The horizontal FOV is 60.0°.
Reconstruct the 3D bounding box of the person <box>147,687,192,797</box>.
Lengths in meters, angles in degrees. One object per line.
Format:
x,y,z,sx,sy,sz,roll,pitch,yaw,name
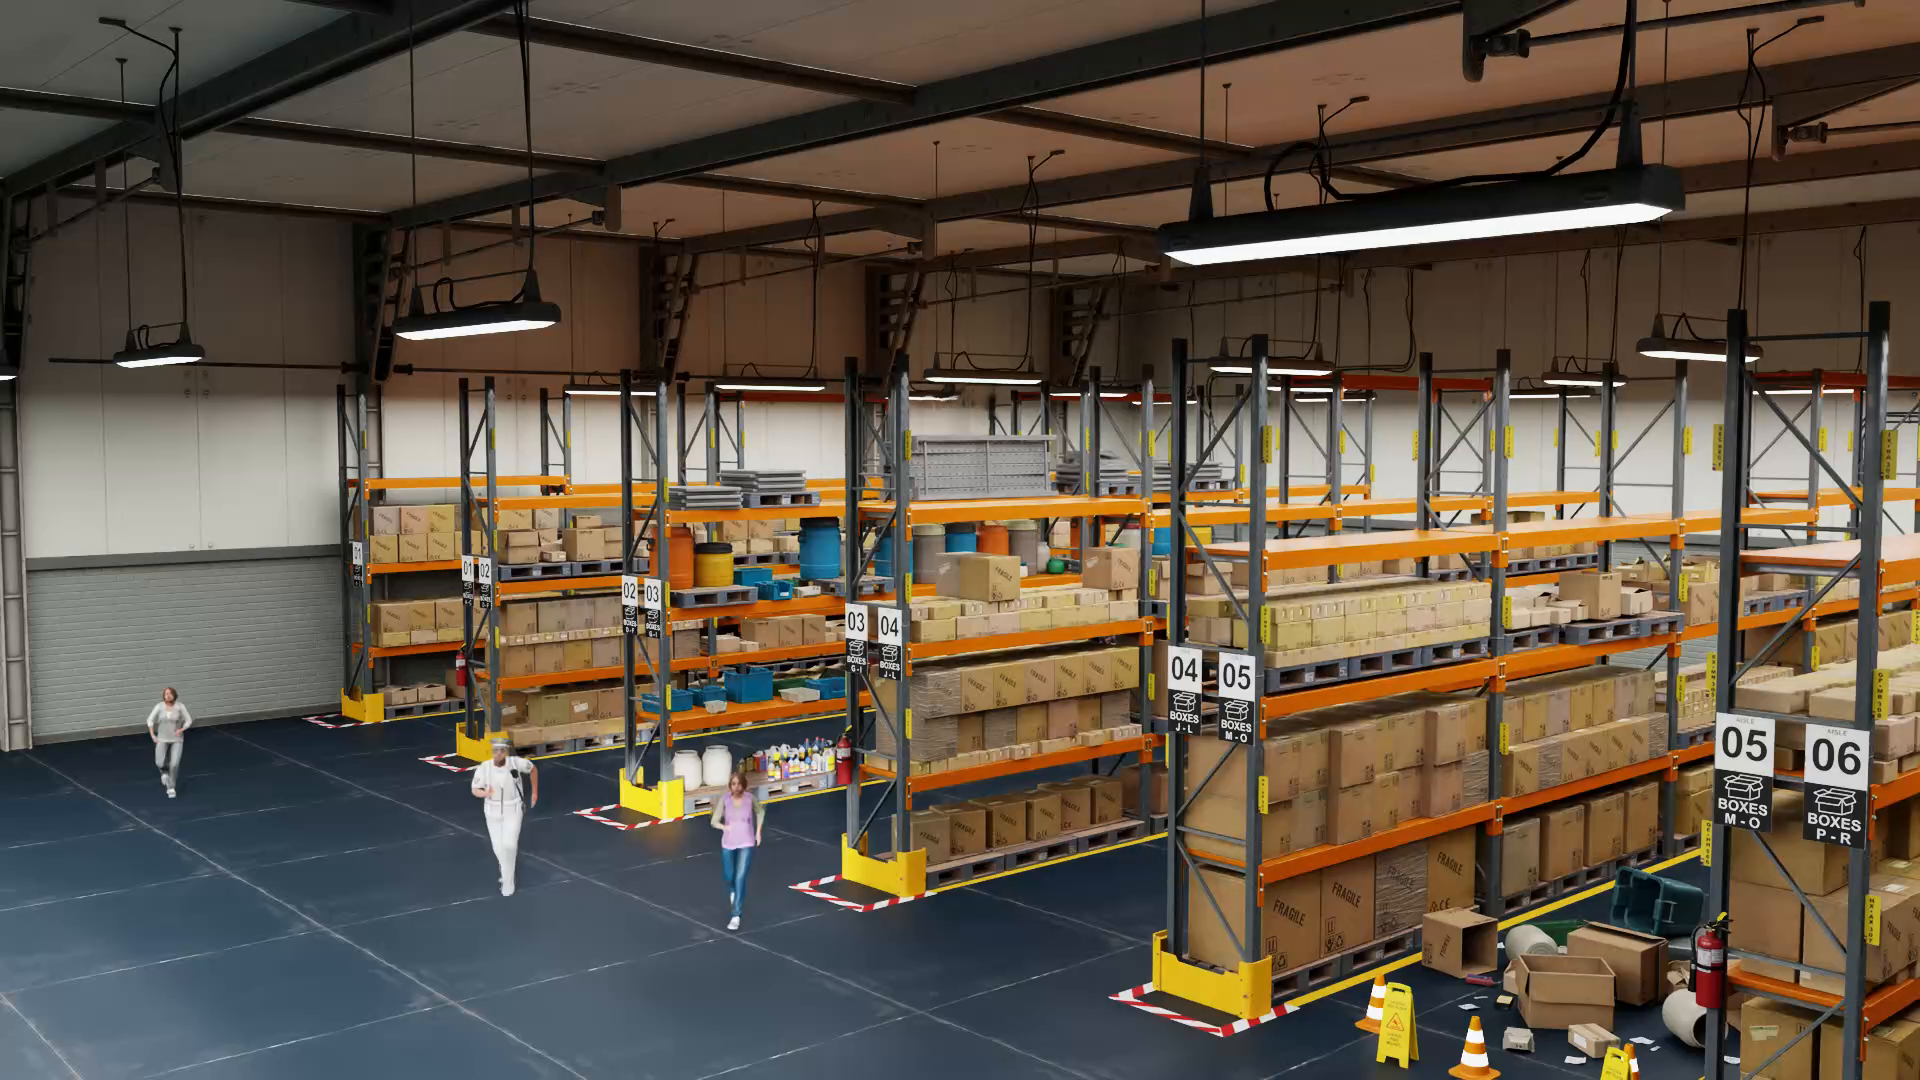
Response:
-11.165,2.849,23.496,0.588,1.556,0.521,-1,4,-19,person

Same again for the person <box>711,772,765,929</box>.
-2.331,3.204,17.443,0.543,1.574,0.862,0,4,-1,person

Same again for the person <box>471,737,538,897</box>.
-5.094,3.071,18.611,0.689,1.801,0.853,-1,4,-8,person
